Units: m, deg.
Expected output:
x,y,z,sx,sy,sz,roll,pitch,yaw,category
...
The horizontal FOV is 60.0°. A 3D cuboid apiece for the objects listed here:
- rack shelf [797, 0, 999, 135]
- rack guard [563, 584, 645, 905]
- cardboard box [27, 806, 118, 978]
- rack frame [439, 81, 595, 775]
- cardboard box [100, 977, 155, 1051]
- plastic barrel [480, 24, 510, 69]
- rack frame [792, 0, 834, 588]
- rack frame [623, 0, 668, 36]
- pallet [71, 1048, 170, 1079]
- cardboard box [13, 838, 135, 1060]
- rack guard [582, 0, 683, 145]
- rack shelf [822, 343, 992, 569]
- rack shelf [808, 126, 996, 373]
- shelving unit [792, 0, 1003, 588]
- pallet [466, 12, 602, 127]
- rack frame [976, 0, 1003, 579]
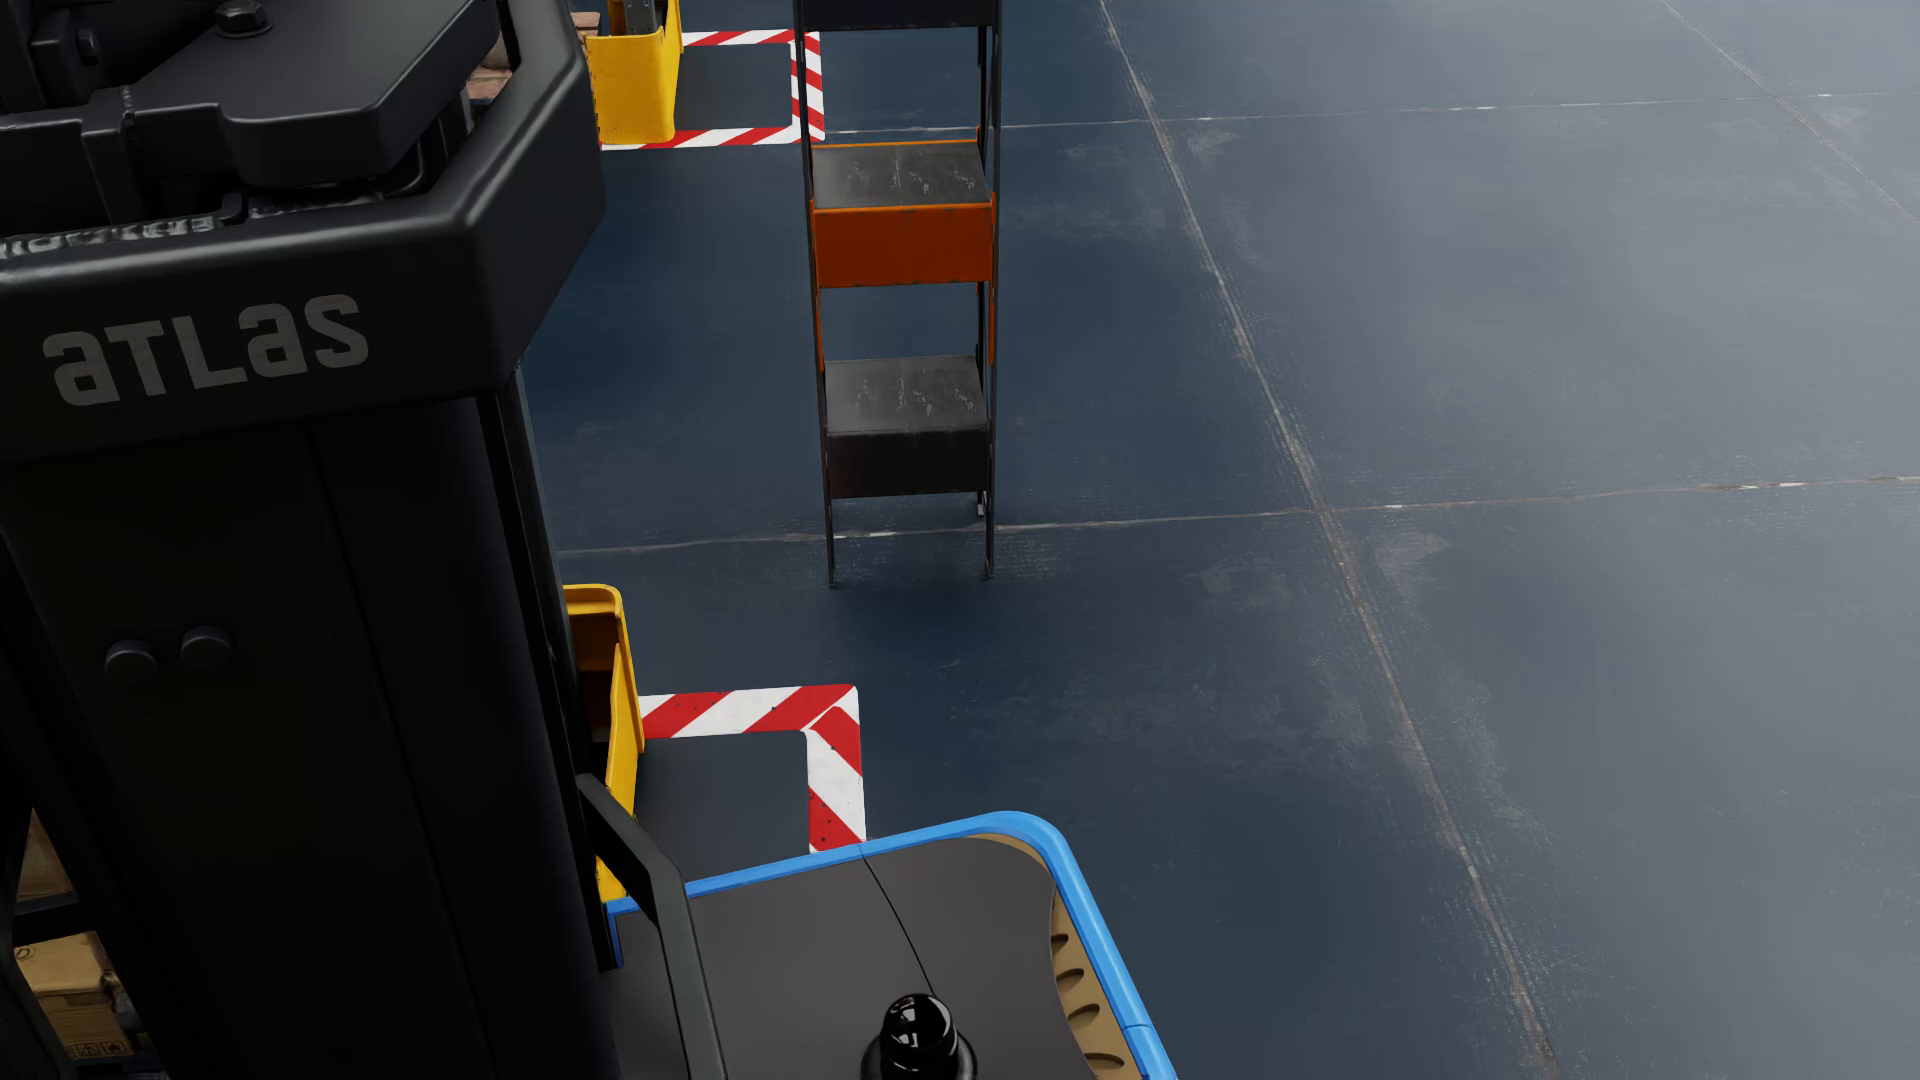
x,y,z,sx,sy,sz,roll,pitch,yaw,category
-0.165,-1.354,4.163,0.480,0.518,0.431,-3,38,-4,rack shelf
-0.992,0.677,3.989,0.348,0.500,1.175,-3,38,-4,rack guard
-1.523,0.530,3.432,0.500,0.500,0.500,-3,38,-4,cardboard box
-1.016,-0.303,3.213,0.127,3.000,1.000,-3,38,-4,rack frame
-1.524,0.823,3.666,0.500,0.250,0.500,-3,38,-4,cardboard box
-2.099,-2.465,7.621,0.421,0.512,0.421,0,38,0,plastic barrel
-0.408,-0.802,4.571,0.015,2.100,0.400,-3,38,-4,rack frame
-1.451,-3.360,7.086,0.127,3.000,1.000,-3,38,-4,rack frame
-1.774,0.859,3.991,1.213,0.211,1.003,-3,38,-4,pallet
-2.021,0.858,3.622,0.500,0.250,0.500,-3,38,-4,cardboard box
-1.522,-2.345,7.819,0.348,0.500,1.175,-3,38,-4,rack guard
-0.165,-0.255,5.030,0.480,0.518,0.431,-3,38,-4,rack shelf
-0.165,-0.805,4.597,0.480,0.518,0.431,-3,38,-4,rack shelf
-0.165,-0.815,4.588,0.503,2.100,0.431,-3,38,-4,shelving unit
-2.332,-2.190,7.856,1.213,0.211,1.003,-3,38,-4,pallet
0.078,-0.829,4.605,0.015,2.100,0.400,-3,38,-4,rack frame
